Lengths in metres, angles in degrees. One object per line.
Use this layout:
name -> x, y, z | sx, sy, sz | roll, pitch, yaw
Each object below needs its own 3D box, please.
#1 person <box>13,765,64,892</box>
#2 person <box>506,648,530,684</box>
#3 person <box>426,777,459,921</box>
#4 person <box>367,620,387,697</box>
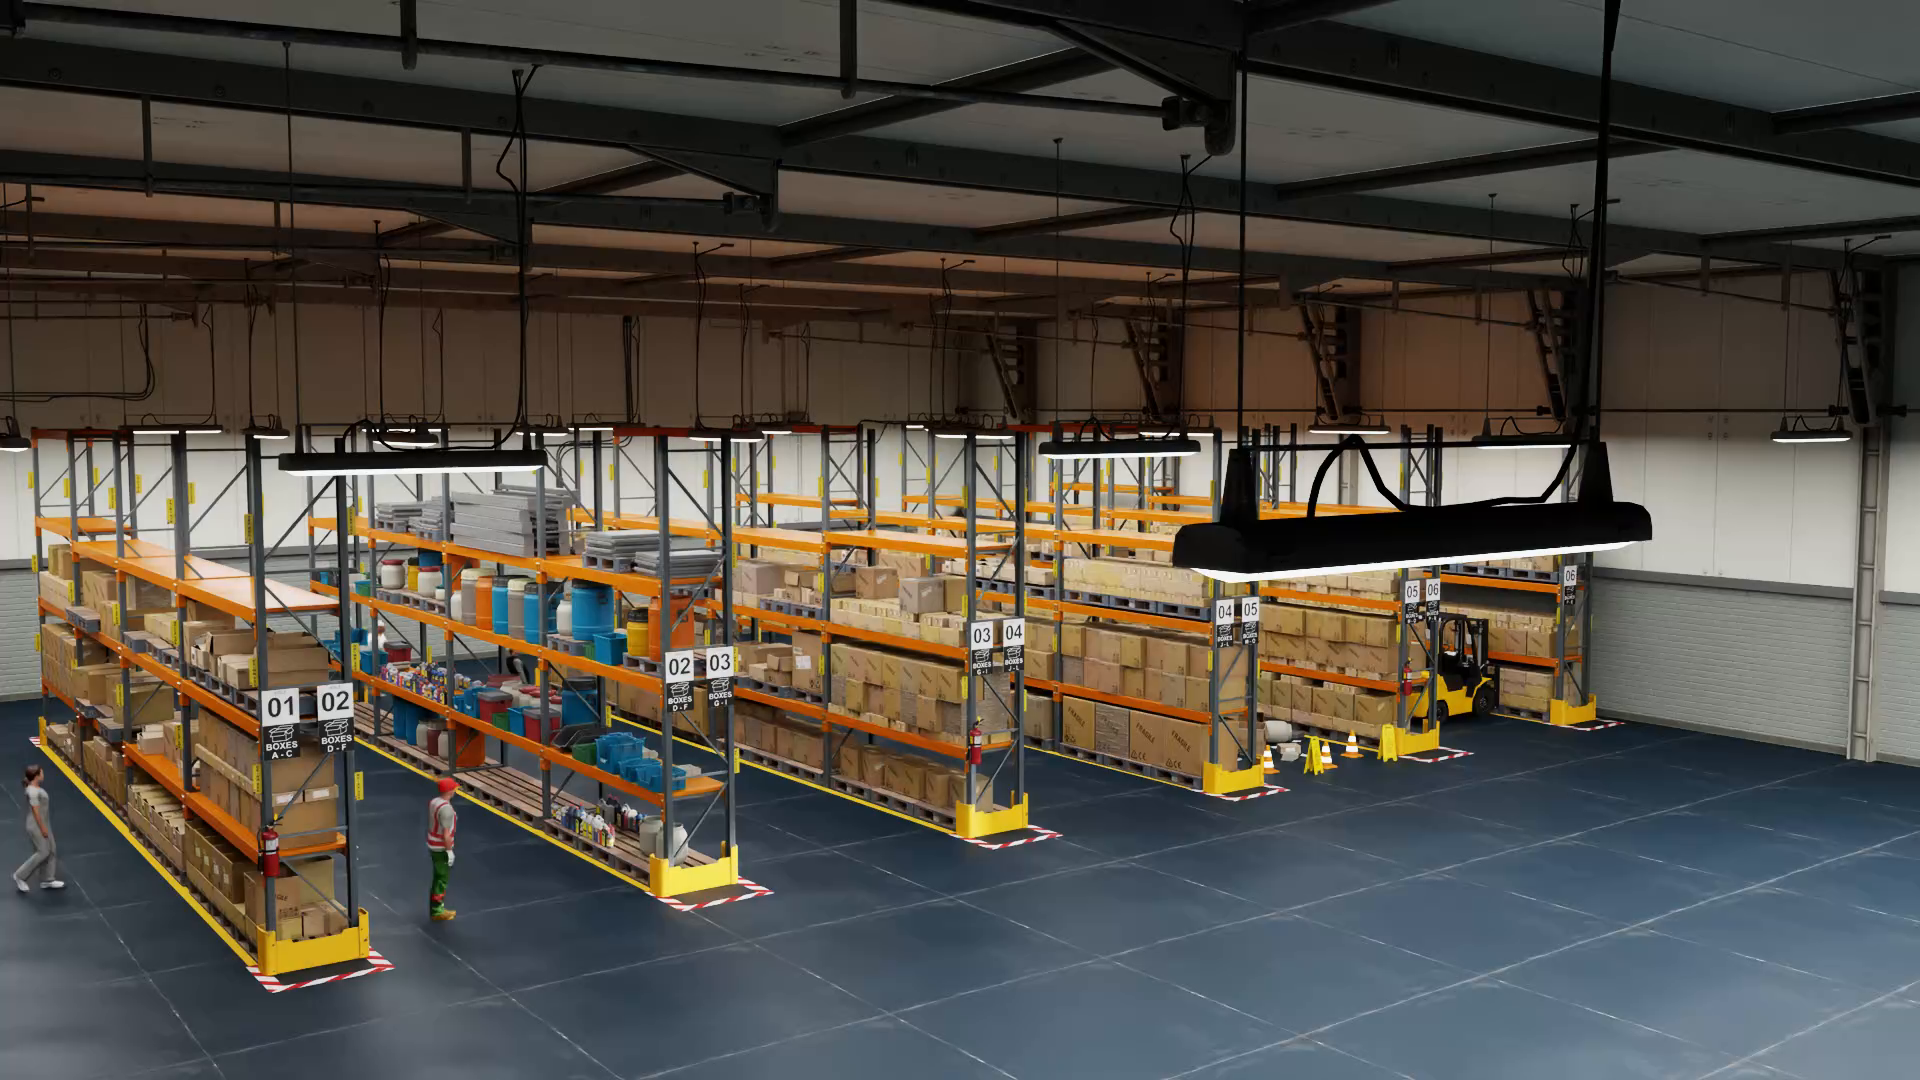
person -> -12.190, 3.785, 21.963 | 0.587, 1.662, 0.488 | -1, 5, -13
person -> -8.716, 2.884, 32.900 | 0.585, 1.711, 0.478 | 3, 5, 31
person -> -6.402, 3.819, 20.619 | 0.404, 1.786, 0.587 | -2, 5, -24
person -> -12.795, 2.614, 36.508 | 0.527, 1.708, 0.676 | 3, 6, 36
